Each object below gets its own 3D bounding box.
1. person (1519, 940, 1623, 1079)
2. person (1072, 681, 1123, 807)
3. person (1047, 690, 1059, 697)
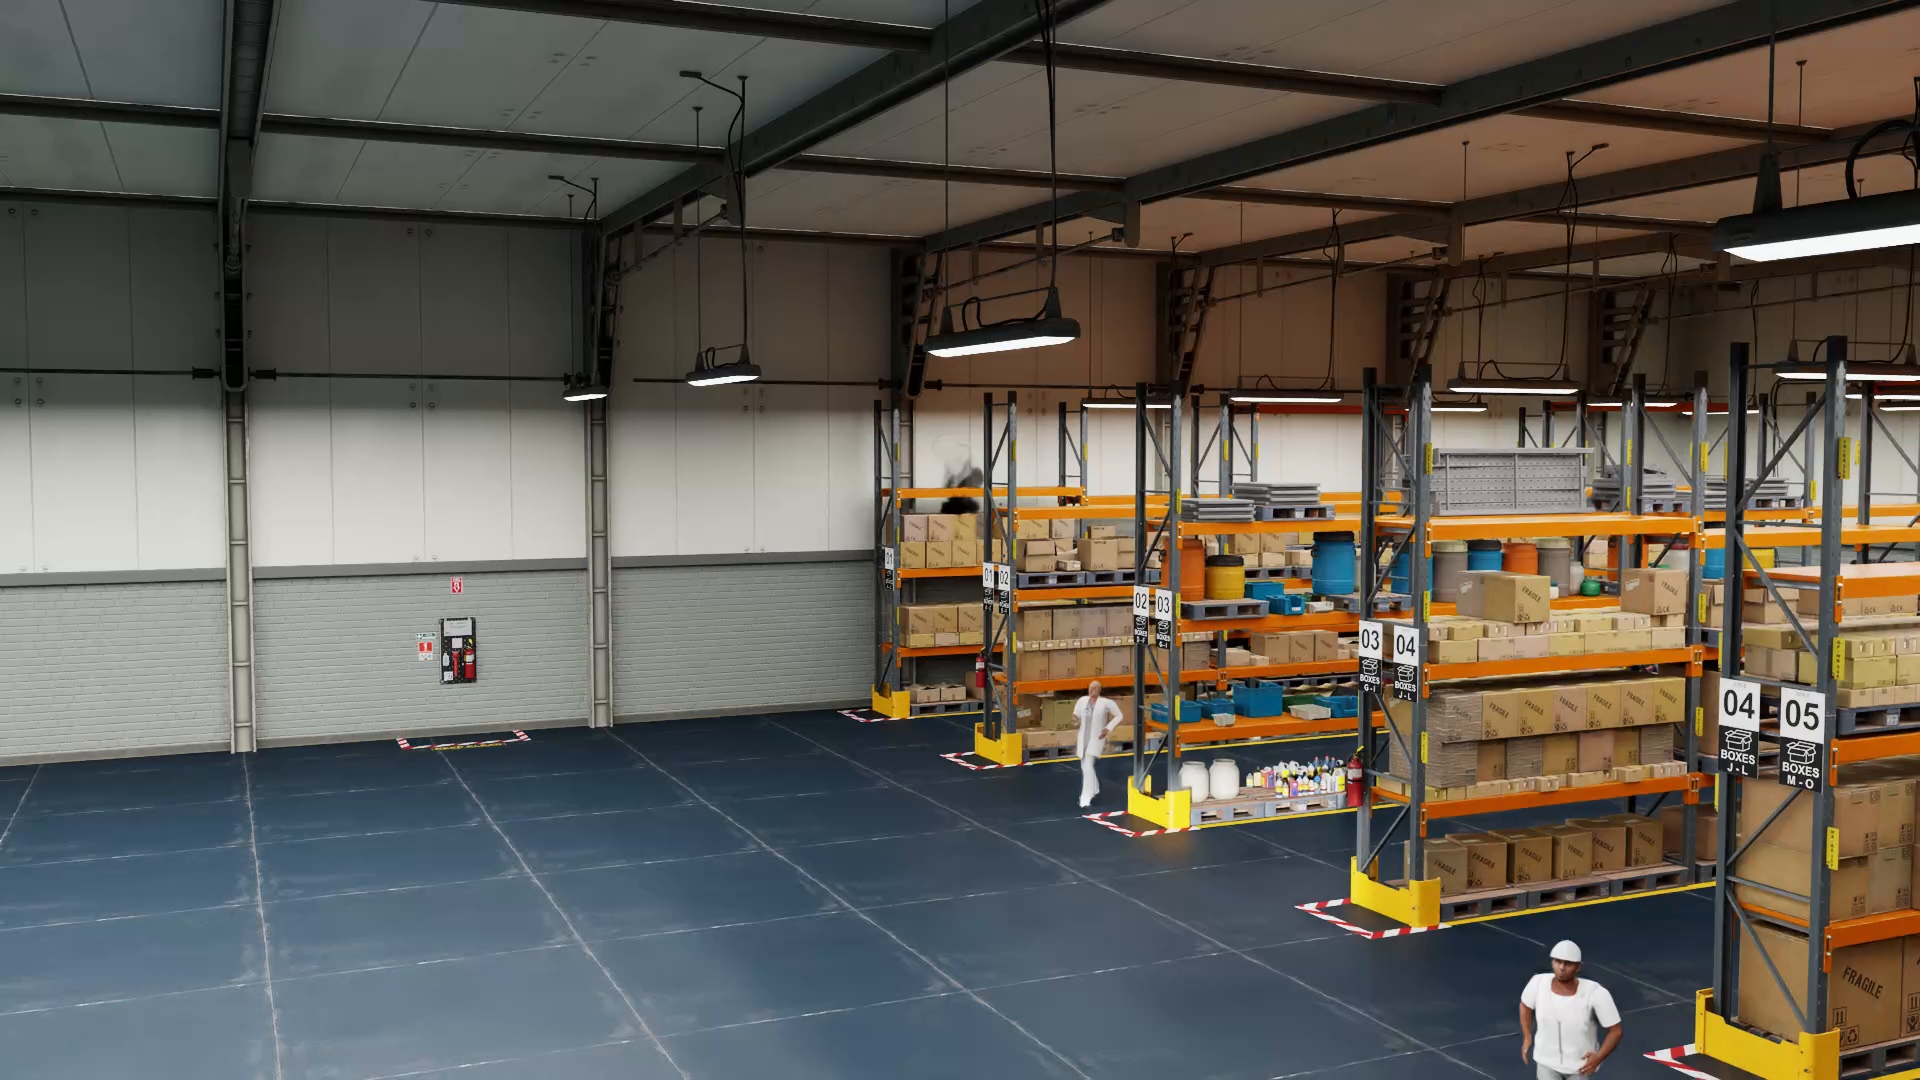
[{"bbox_3d":[4.207,3.626,11.512,0.711,1.765,0.872,2,4,30],"label":"person"},{"bbox_3d":[1.906,2.916,23.756,0.705,1.834,0.803,3,4,37],"label":"person"},{"bbox_3d":[1.790,2.620,29.612,0.669,1.670,0.563,-2,4,-30],"label":"person"}]
